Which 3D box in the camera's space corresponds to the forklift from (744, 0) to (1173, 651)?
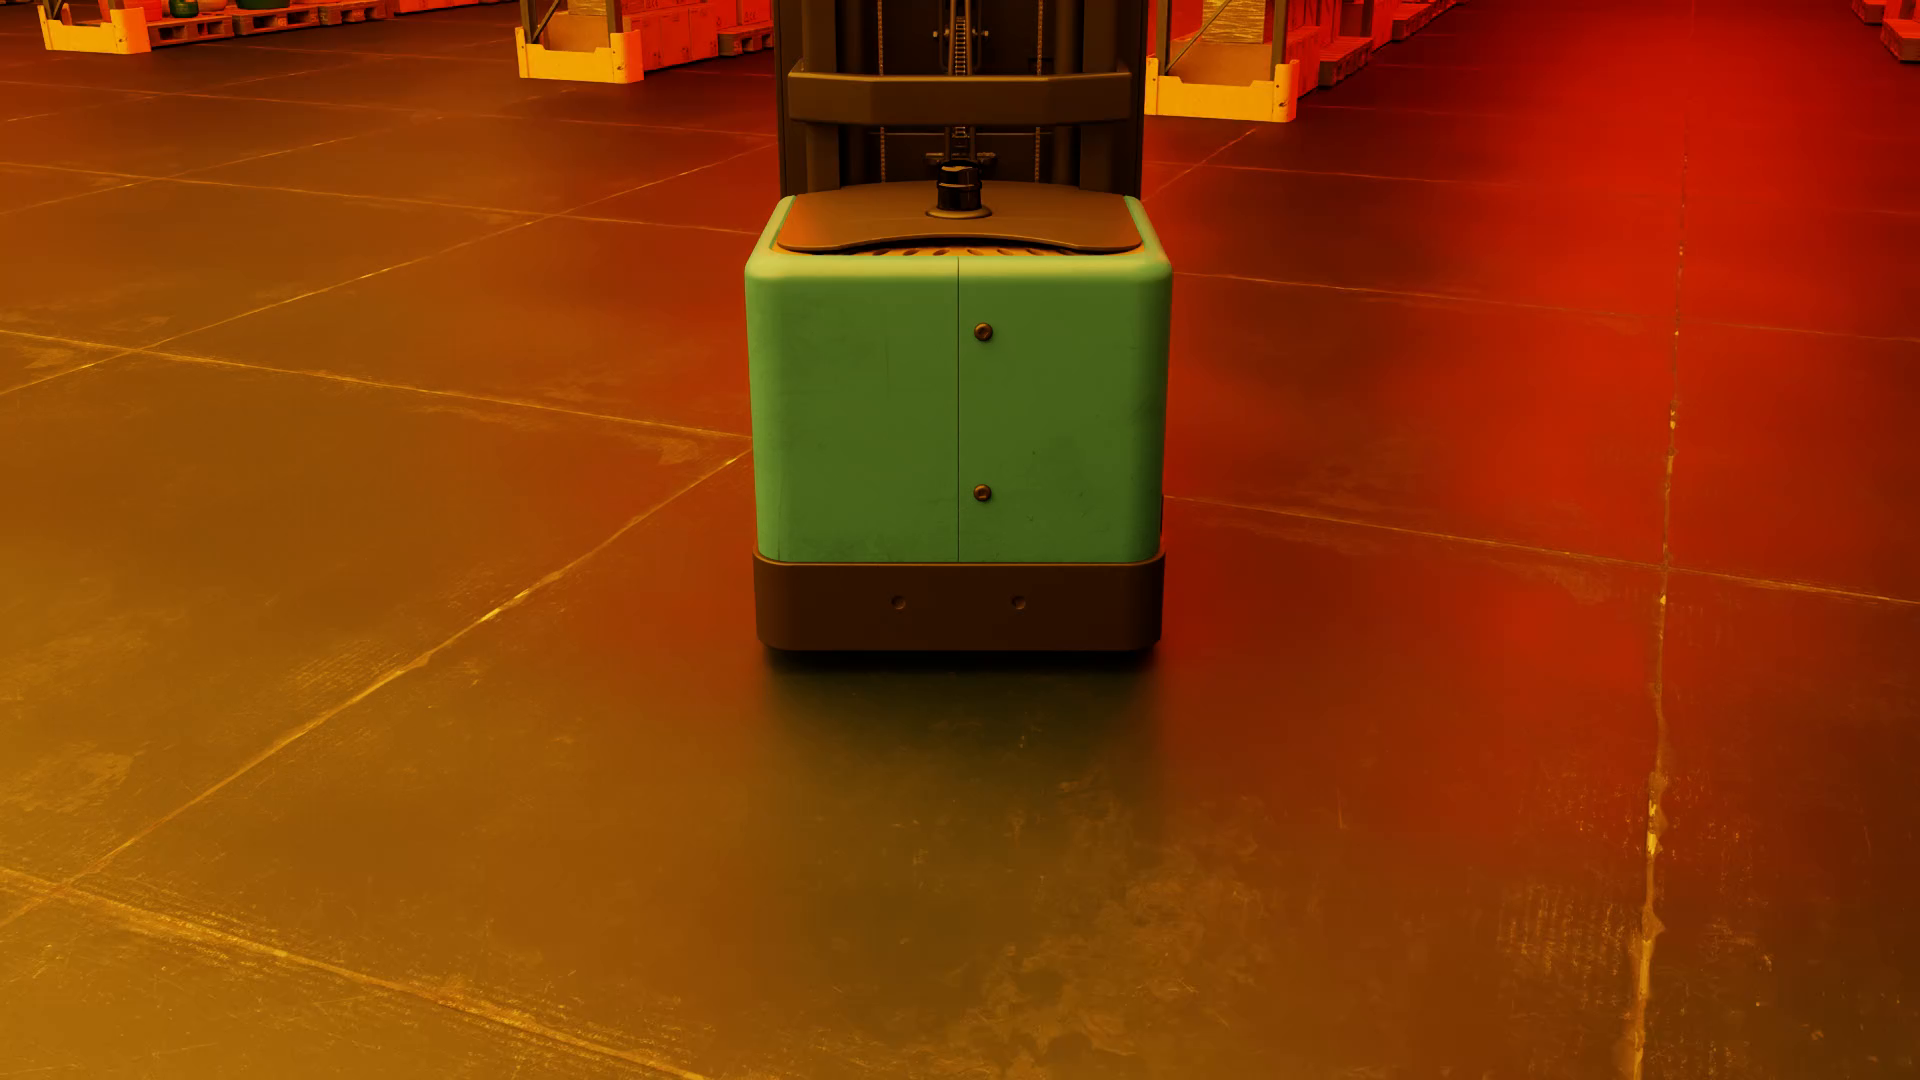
[{"bbox_3d":[0.002,-1.587,5.089,1.130,2.935,3.031,0,23,0],"label":"forklift"}]
